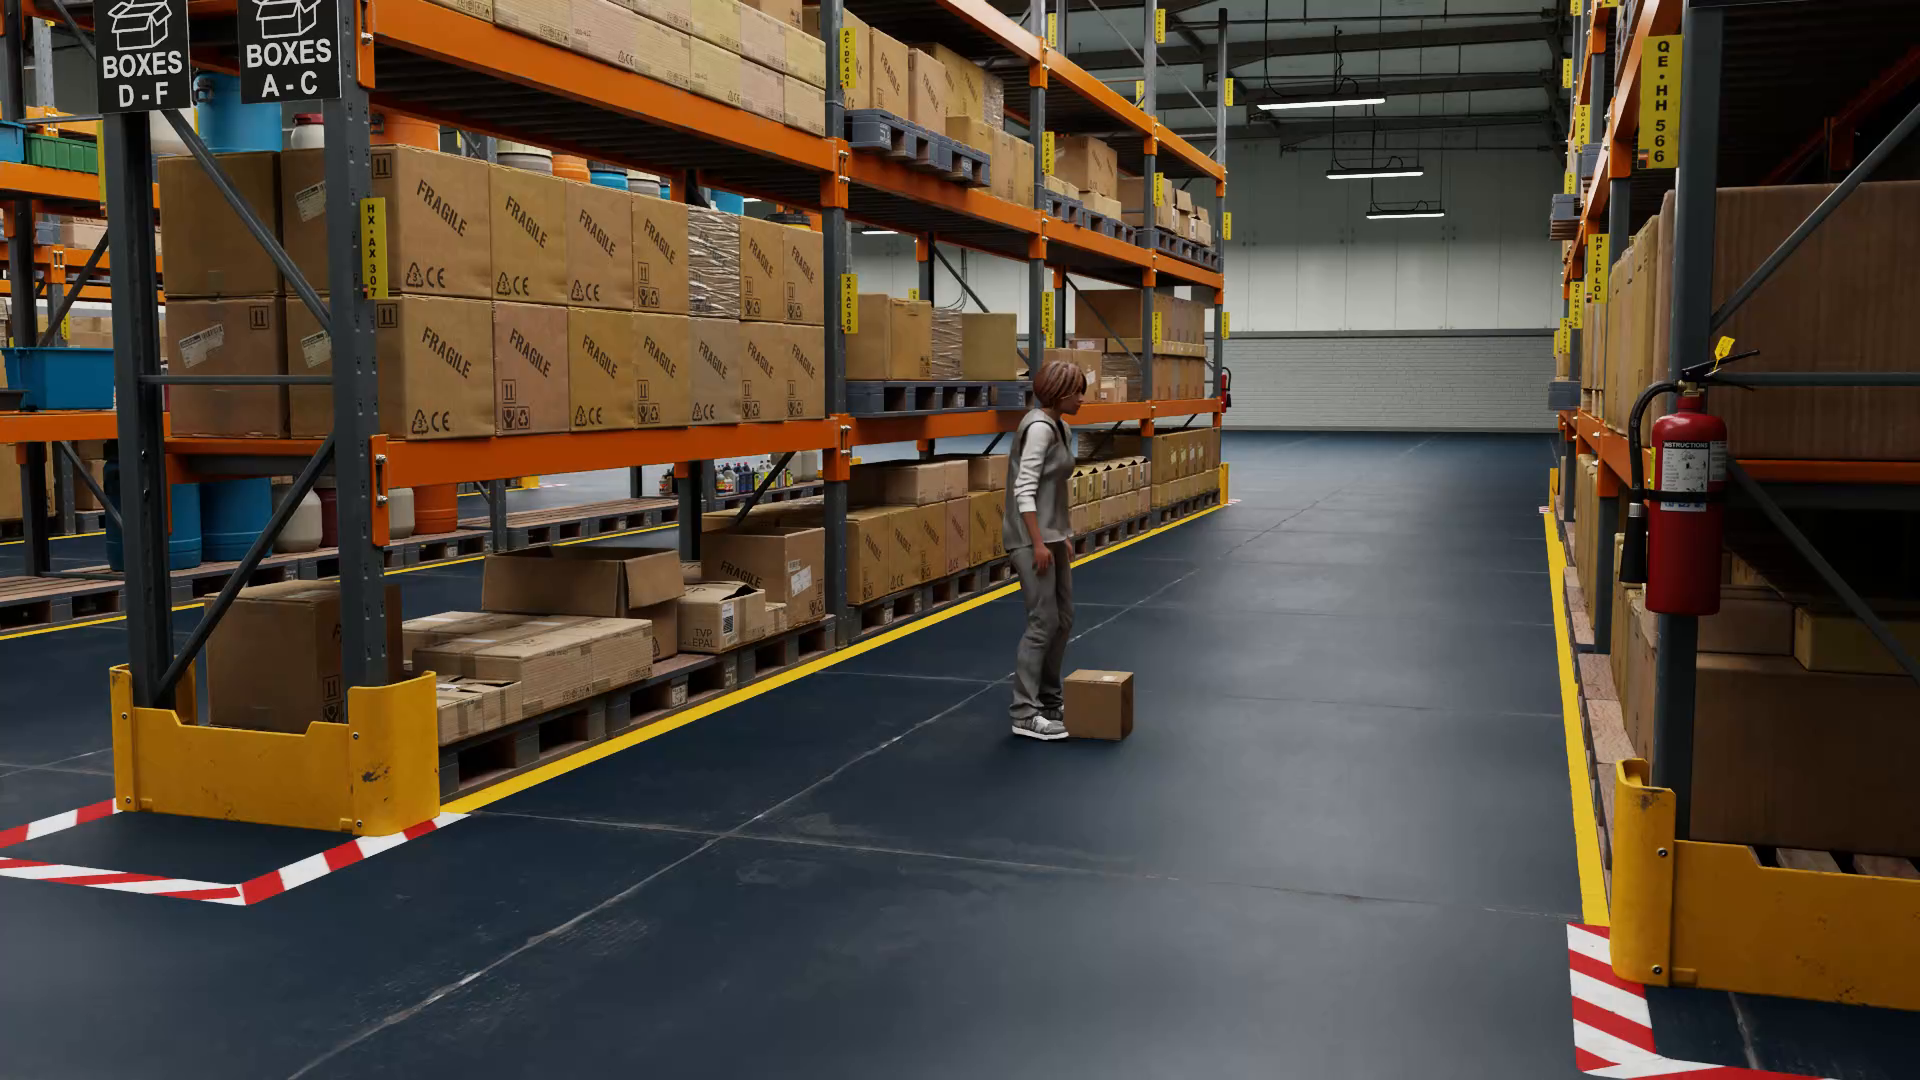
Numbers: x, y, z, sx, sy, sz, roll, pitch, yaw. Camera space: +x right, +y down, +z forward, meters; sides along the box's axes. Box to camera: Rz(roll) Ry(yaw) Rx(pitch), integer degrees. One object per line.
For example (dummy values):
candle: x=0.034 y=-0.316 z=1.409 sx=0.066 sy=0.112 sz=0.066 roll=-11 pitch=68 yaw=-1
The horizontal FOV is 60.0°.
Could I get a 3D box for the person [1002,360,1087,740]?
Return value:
person: x=0.372 y=0.039 z=7.133 sx=0.364 sy=1.576 sz=0.462 roll=2 pitch=6 yaw=19
